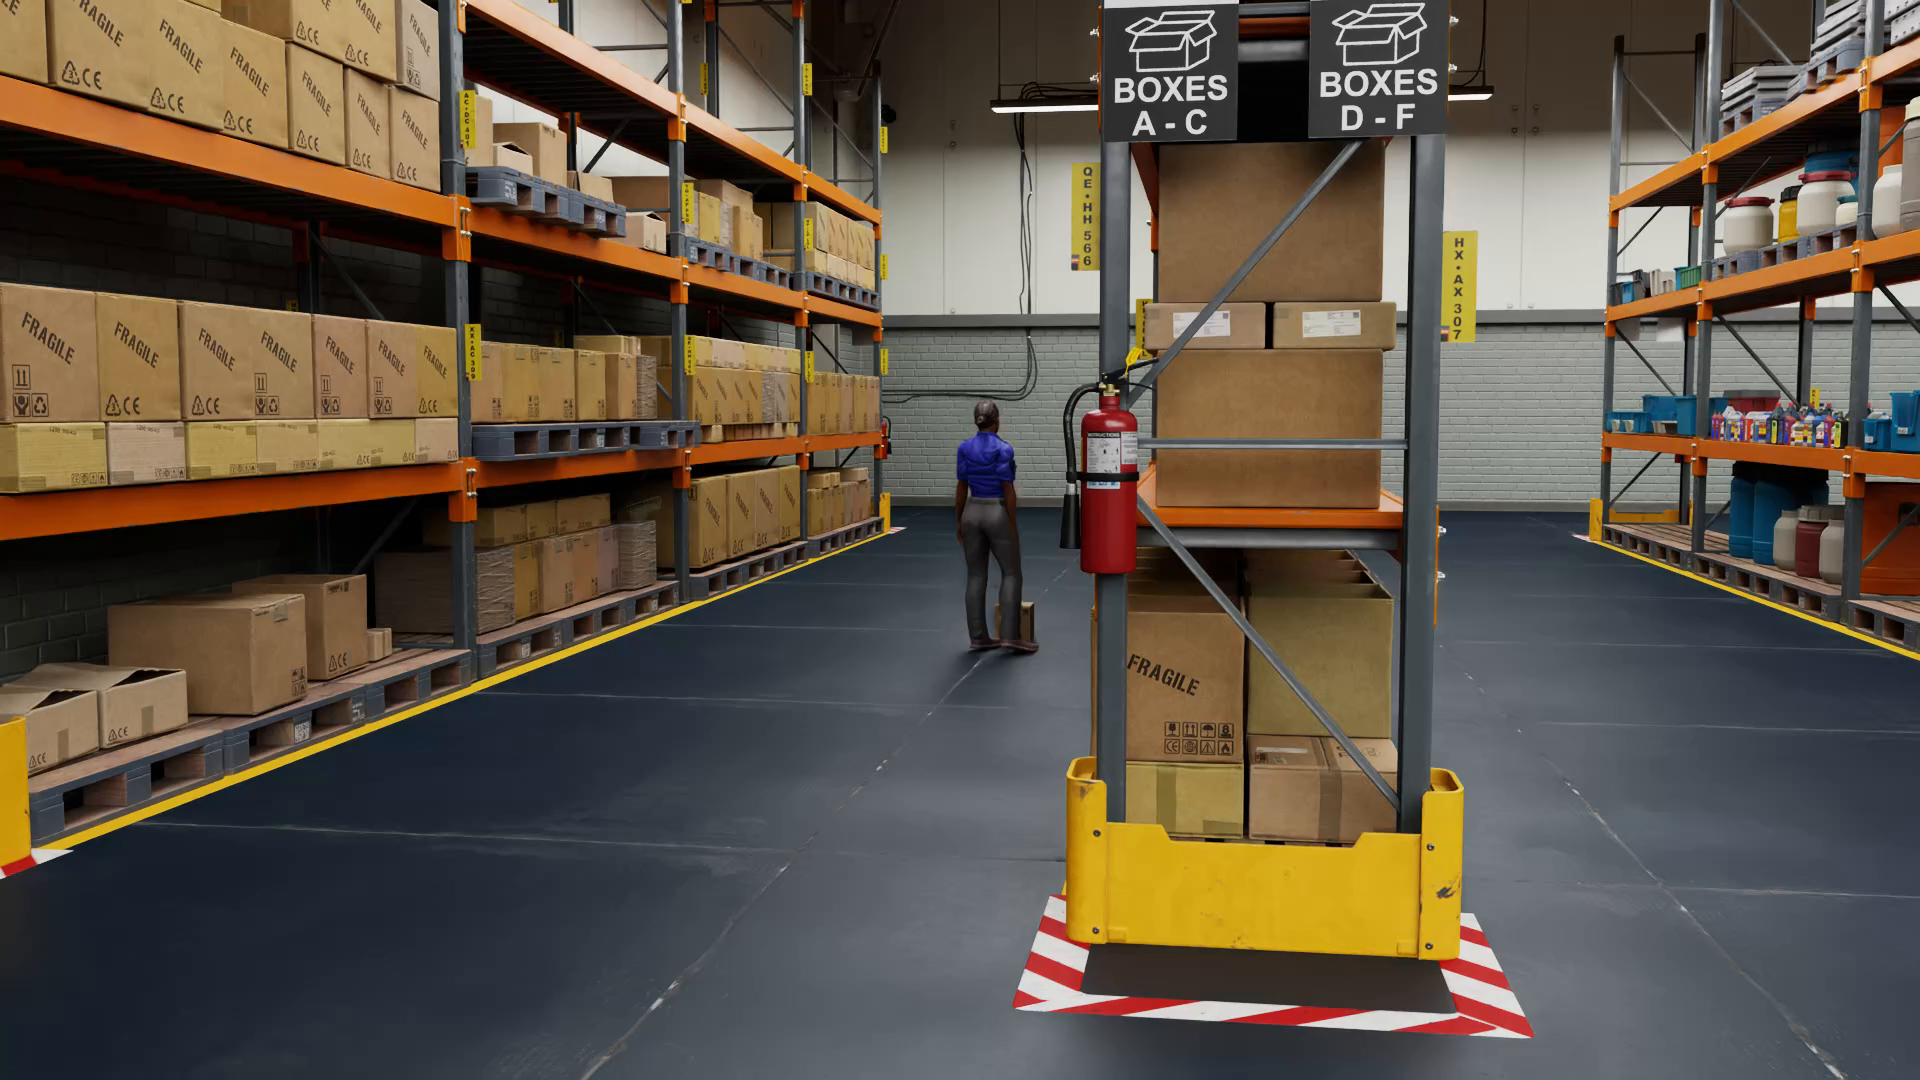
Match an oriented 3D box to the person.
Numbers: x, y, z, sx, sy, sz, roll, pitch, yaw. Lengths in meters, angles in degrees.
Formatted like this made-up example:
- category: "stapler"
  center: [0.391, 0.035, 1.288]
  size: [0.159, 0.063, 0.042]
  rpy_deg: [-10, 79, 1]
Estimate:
- category: "person"
  center: [0.230, -0.092, 11.046]
  size: [0.579, 1.677, 0.322]
  rpy_deg: [2, 5, 27]
